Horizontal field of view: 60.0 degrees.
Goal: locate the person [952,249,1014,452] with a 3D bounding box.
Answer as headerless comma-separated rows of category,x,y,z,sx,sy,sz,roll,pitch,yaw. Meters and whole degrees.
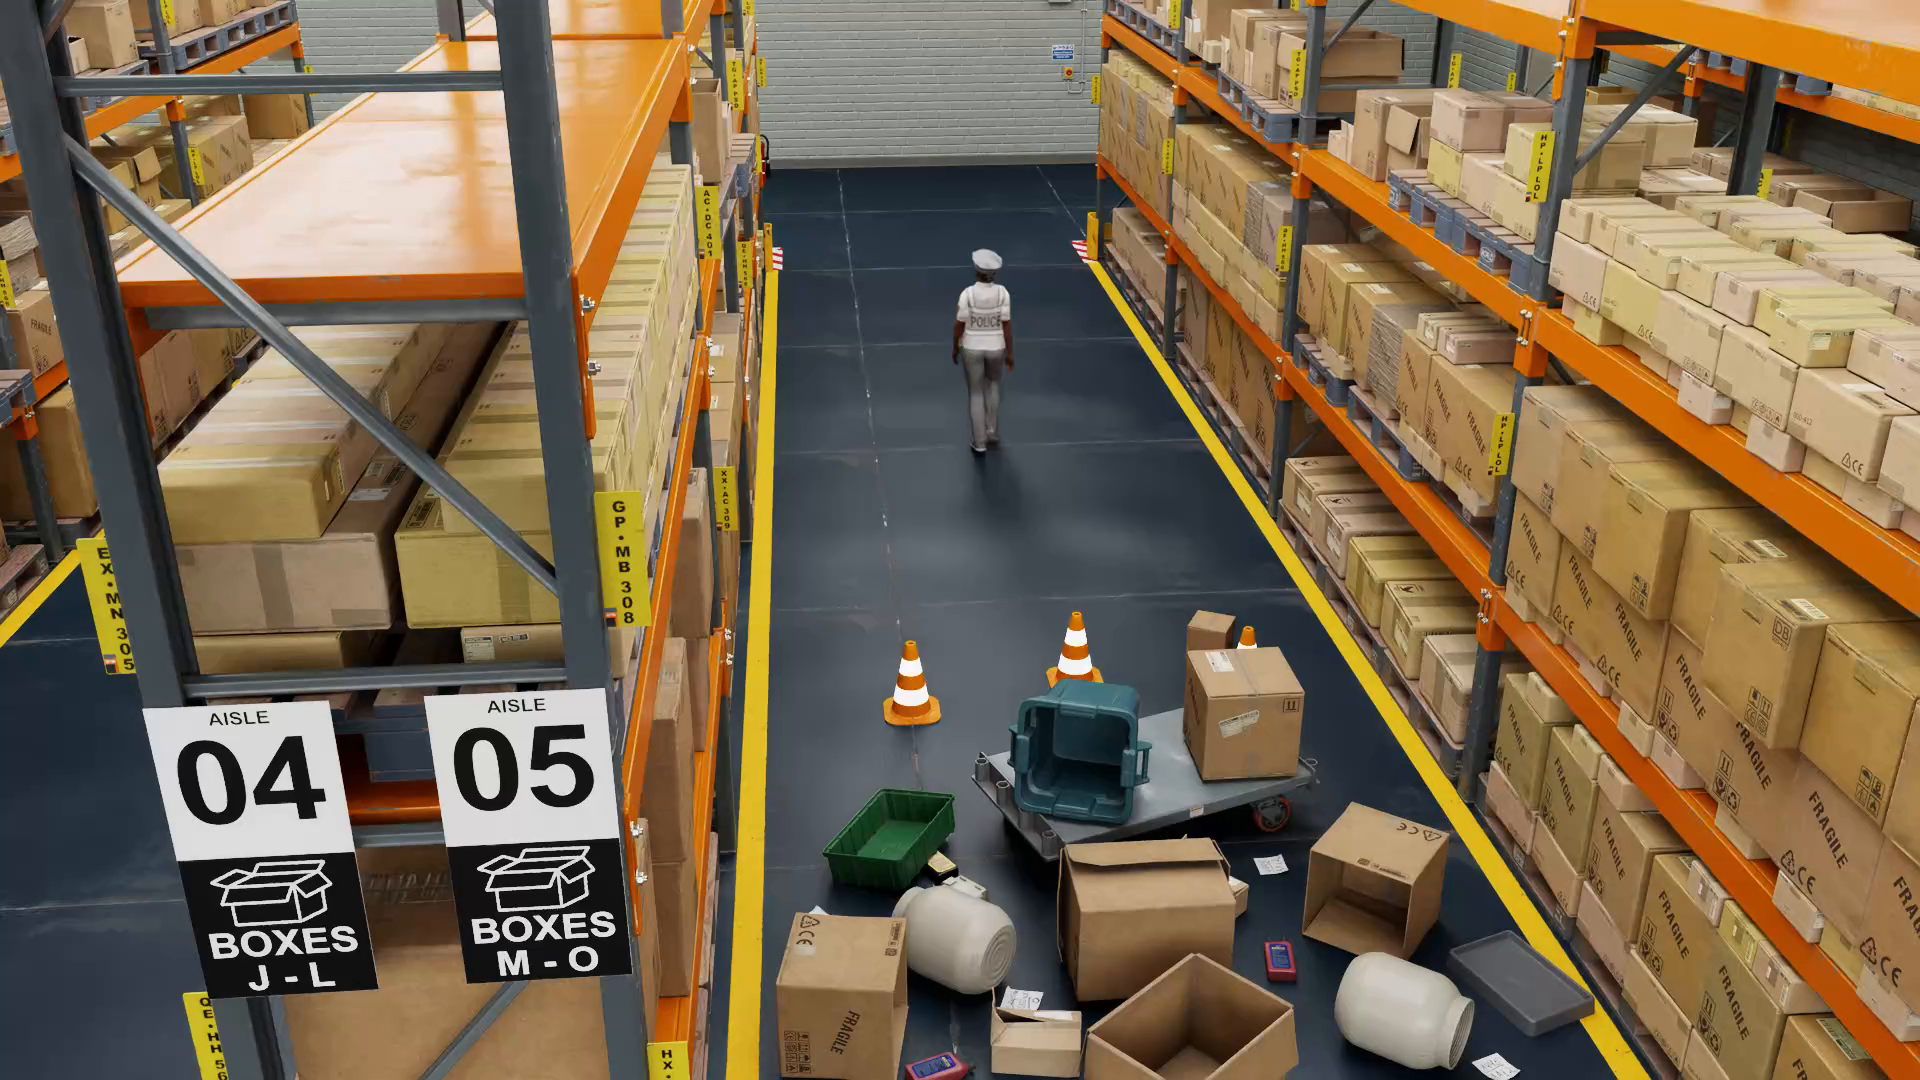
person,0.185,-1.552,13.814,0.484,1.756,0.507,-5,24,-11
